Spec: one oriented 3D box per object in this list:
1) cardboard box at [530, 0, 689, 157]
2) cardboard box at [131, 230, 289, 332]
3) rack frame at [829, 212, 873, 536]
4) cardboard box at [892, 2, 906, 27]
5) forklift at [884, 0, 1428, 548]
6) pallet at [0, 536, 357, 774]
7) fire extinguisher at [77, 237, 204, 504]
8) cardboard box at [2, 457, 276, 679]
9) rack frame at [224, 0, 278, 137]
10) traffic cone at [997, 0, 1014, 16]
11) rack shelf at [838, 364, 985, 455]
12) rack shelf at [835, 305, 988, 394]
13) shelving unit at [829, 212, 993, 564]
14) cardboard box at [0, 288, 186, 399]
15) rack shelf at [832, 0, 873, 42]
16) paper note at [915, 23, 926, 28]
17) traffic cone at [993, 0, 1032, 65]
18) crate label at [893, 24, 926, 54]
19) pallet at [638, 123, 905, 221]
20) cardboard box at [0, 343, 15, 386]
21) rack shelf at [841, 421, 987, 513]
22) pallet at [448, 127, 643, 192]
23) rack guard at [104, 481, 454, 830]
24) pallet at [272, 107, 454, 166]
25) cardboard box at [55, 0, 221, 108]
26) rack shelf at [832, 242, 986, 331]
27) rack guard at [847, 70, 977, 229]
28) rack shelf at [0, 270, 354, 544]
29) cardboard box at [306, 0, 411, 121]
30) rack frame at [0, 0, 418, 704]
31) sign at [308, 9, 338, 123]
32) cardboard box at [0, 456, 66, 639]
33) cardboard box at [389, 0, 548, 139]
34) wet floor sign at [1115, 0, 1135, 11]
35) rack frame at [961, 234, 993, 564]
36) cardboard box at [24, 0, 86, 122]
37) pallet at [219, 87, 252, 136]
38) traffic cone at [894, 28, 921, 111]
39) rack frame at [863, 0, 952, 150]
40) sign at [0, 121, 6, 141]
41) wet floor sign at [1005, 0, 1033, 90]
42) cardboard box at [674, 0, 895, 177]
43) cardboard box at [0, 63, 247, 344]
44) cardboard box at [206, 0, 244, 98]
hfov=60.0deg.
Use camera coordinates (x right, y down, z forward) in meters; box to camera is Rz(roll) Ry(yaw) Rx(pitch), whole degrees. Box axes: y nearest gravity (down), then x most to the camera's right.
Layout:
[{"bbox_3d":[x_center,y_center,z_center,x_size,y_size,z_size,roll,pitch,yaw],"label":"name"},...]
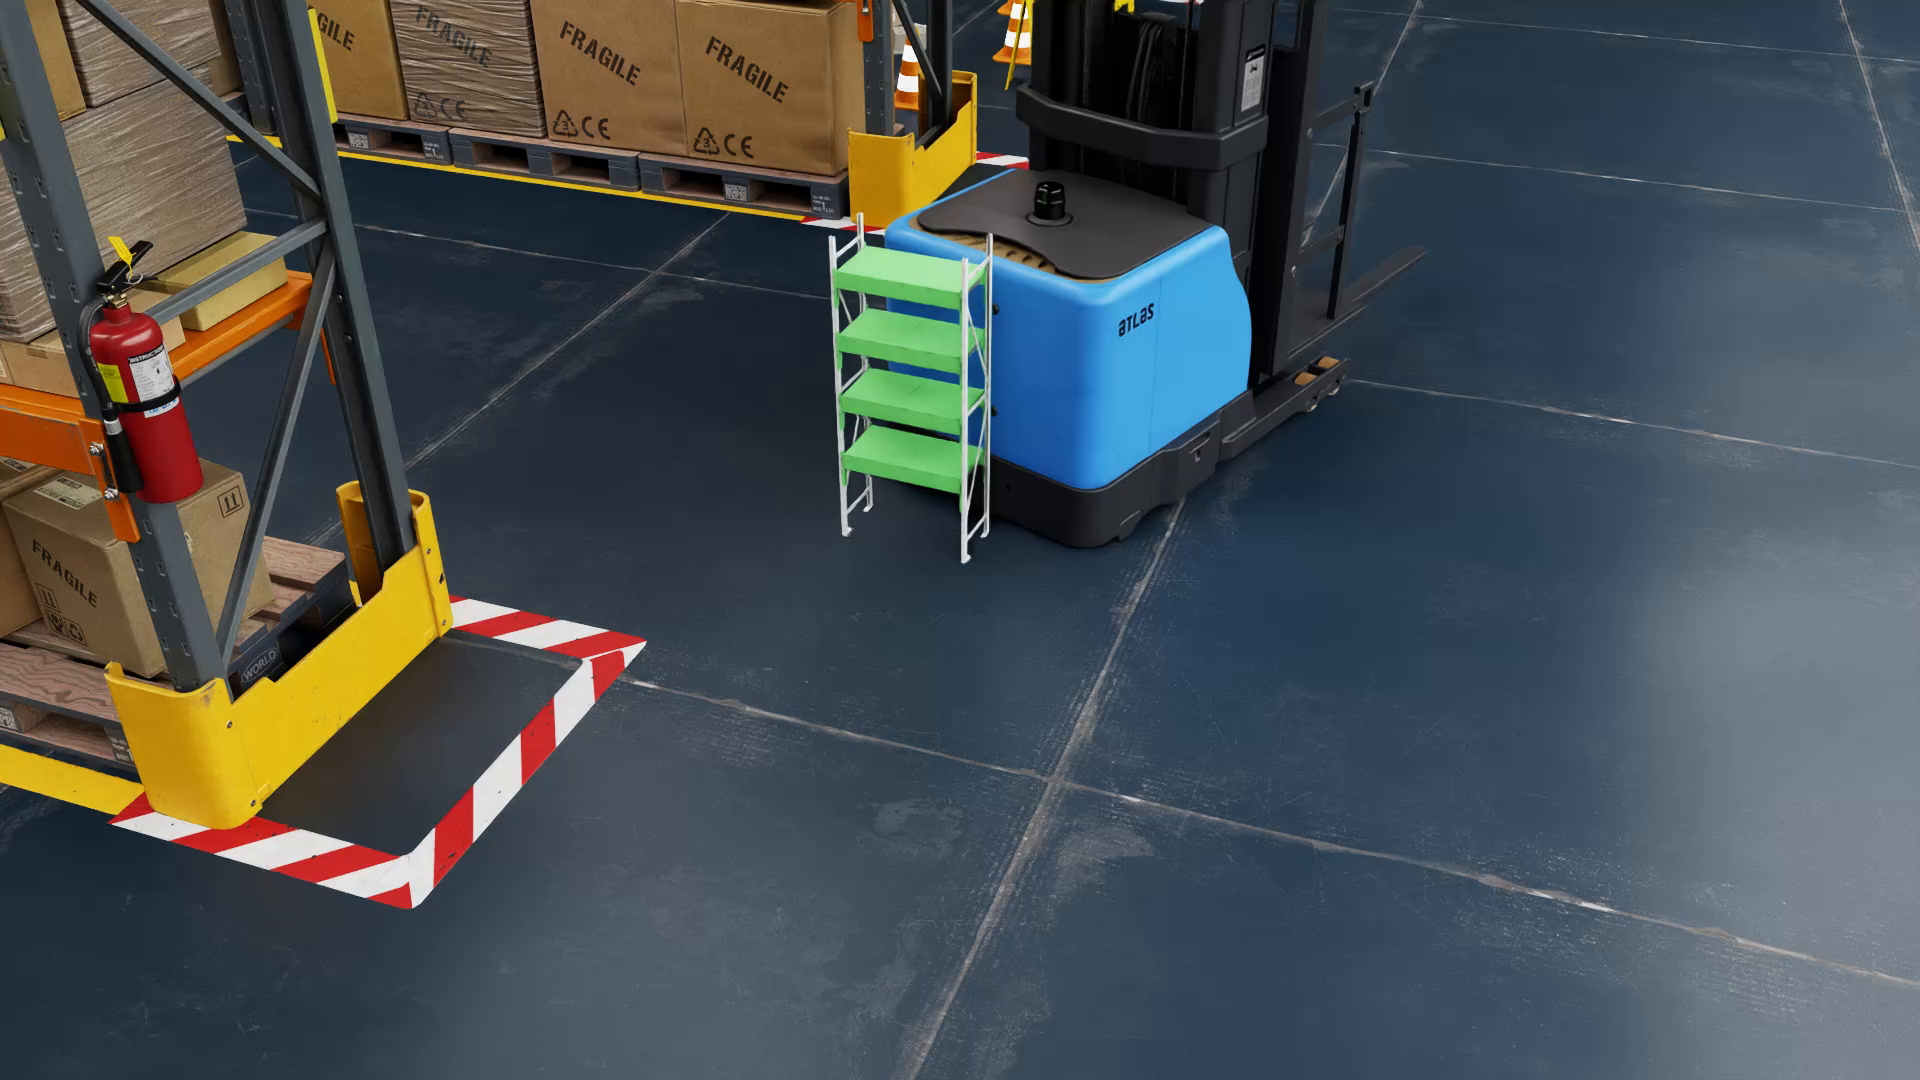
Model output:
[{"bbox_3d":[-1.757,-2.756,9.325,0.875,0.875,0.875,10,34,16],"label":"cardboard box"},{"bbox_3d":[-2.224,-0.776,4.919,0.250,0.149,0.380,11,34,16],"label":"cardboard box"},{"bbox_3d":[-0.392,-0.579,6.041,0.015,1.200,0.240,13,35,19],"label":"rack frame"},{"bbox_3d":[-0.607,-3.779,11.966,0.380,0.149,0.250,-25,40,-33],"label":"cardboard box"},{"bbox_3d":[1.034,-1.933,6.541,1.130,2.935,3.031,24,40,32],"label":"forklift"},{"bbox_3d":[-2.860,0.283,5.617,1.213,0.211,1.003,11,34,16],"label":"pallet"},{"bbox_3d":[-2.084,-0.419,4.205,0.183,0.674,0.296,11,34,16],"label":"fire extinguisher"},{"bbox_3d":[-2.618,0.043,5.335,0.500,0.500,0.500,18,37,25],"label":"cardboard box"},{"bbox_3d":[-4.033,-3.954,9.609,0.127,3.000,1.000,11,34,16],"label":"rack frame"},{"bbox_3d":[0.467,-4.122,12.208,0.334,0.463,0.336,11,34,16],"label":"traffic cone"},{"bbox_3d":[-0.167,-0.474,5.996,0.480,0.148,0.258,13,35,19],"label":"rack shelf"},{"bbox_3d":[-0.167,-0.676,5.866,0.480,0.148,0.258,13,35,19],"label":"rack shelf"},{"bbox_3d":[-0.167,-0.528,5.961,0.503,1.200,0.258,13,35,19],"label":"shelving unit"},{"bbox_3d":[-2.374,-0.549,4.567,0.250,0.149,0.380,11,34,16],"label":"cardboard box"},{"bbox_3d":[-2.150,-3.286,9.237,4.000,0.370,1.077,11,34,16],"label":"rack shelf"},{"bbox_3d":[-0.254,-3.677,11.918,0.142,0.019,0.148,0,33,0],"label":"paper note"},{"bbox_3d":[0.413,-3.493,11.234,0.334,0.463,0.336,11,34,16],"label":"traffic cone"},{"bbox_3d":[-0.348,-3.469,11.496,0.298,0.136,0.250,-6,33,-9],"label":"crate label"},{"bbox_3d":[-1.047,-2.157,9.396,1.213,0.211,1.003,11,34,16],"label":"pallet"},{"bbox_3d":[-2.609,-0.595,4.638,0.250,0.149,0.380,11,34,16],"label":"cardboard box"},{"bbox_3d":[-0.167,-0.273,6.126,0.480,0.148,0.258,13,35,19],"label":"rack shelf"},{"bbox_3d":[-2.191,-2.381,9.743,1.213,0.211,1.003,11,34,16],"label":"pallet"},{"bbox_3d":[-2.108,0.328,5.281,0.348,0.500,1.175,11,34,16],"label":"rack guard"},{"bbox_3d":[-3.344,-2.603,10.088,1.213,0.211,1.003,11,34,16],"label":"pallet"},{"bbox_3d":[-2.462,-1.535,4.574,0.500,0.500,0.500,11,34,16],"label":"cardboard box"},{"bbox_3d":[-0.167,-0.877,5.736,0.480,0.148,0.258,13,35,19],"label":"rack shelf"},{"bbox_3d":[-0.245,-2.168,9.146,0.348,0.500,1.175,11,34,16],"label":"rack guard"},{"bbox_3d":[-3.919,-0.772,5.343,4.000,0.370,1.077,11,34,16],"label":"rack shelf"},{"bbox_3d":[-3.465,-3.087,9.838,0.875,0.875,0.875,12,35,17],"label":"cardboard box"},{"bbox_3d":[-2.036,-0.708,4.581,0.127,3.000,1.000,11,34,16],"label":"rack frame"},{"bbox_3d":[-1.853,-1.349,4.775,0.005,0.325,0.100,11,34,16],"label":"sign"},{"bbox_3d":[-3.192,-0.049,5.478,0.500,0.500,0.500,21,38,29],"label":"cardboard box"},{"bbox_3d":[-2.615,-2.924,9.585,0.875,0.875,0.875,11,35,17],"label":"cardboard box"},{"bbox_3d":[1.125,-4.198,12.157,0.232,0.644,0.267,24,40,32],"label":"wet floor sign"},{"bbox_3d":[0.058,-0.476,5.882,0.015,1.200,0.240,13,35,19],"label":"rack frame"},{"bbox_3d":[-2.637,-1.269,4.163,0.500,0.500,0.500,11,34,16],"label":"cardboard box"},{"bbox_3d":[-4.785,-2.885,10.524,1.213,0.211,1.003,11,34,16],"label":"pallet"},{"bbox_3d":[-0.288,-2.979,10.437,0.334,0.463,0.336,11,34,16],"label":"traffic cone"},{"bbox_3d":[-0.268,-3.222,8.475,0.127,3.000,1.000,11,34,16],"label":"rack frame"},{"bbox_3d":[-2.242,-1.047,3.748,0.005,0.325,0.100,11,34,16],"label":"sign"},{"bbox_3d":[0.428,-3.239,10.671,0.232,0.644,0.267,5,33,8],"label":"wet floor sign"},{"bbox_3d":[-0.928,-2.596,9.077,0.875,0.875,0.875,11,35,17],"label":"cardboard box"},{"bbox_3d":[-2.544,-0.990,4.651,0.500,0.500,0.875,11,34,16],"label":"cardboard box"},{"bbox_3d":[-4.648,-3.253,10.210,0.750,0.750,1.050,11,34,16],"label":"cardboard box"}]
